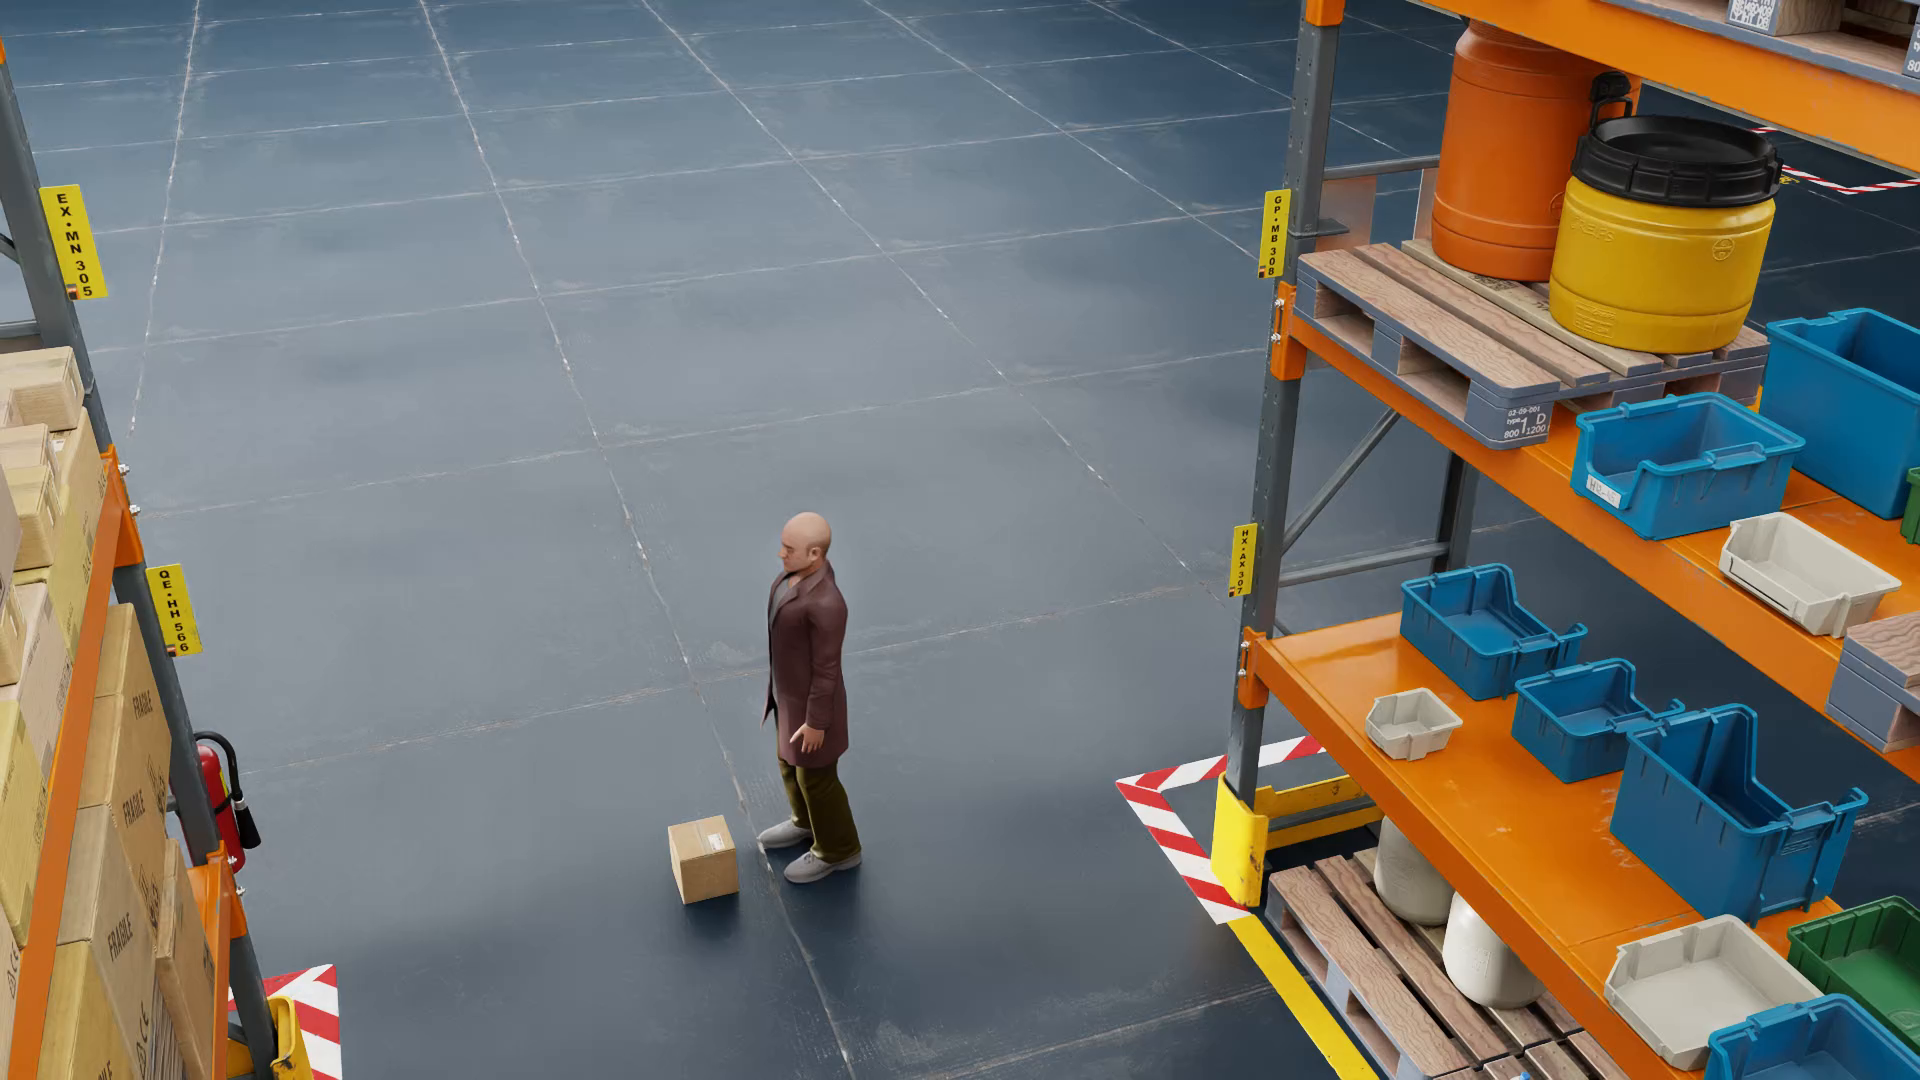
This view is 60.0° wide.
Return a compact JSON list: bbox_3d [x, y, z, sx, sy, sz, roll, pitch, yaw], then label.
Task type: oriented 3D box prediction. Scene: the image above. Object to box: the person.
[{"bbox_3d":[-0.675,0.681,7.160,0.427,1.775,0.564,-10,31,-16],"label":"person"}]
